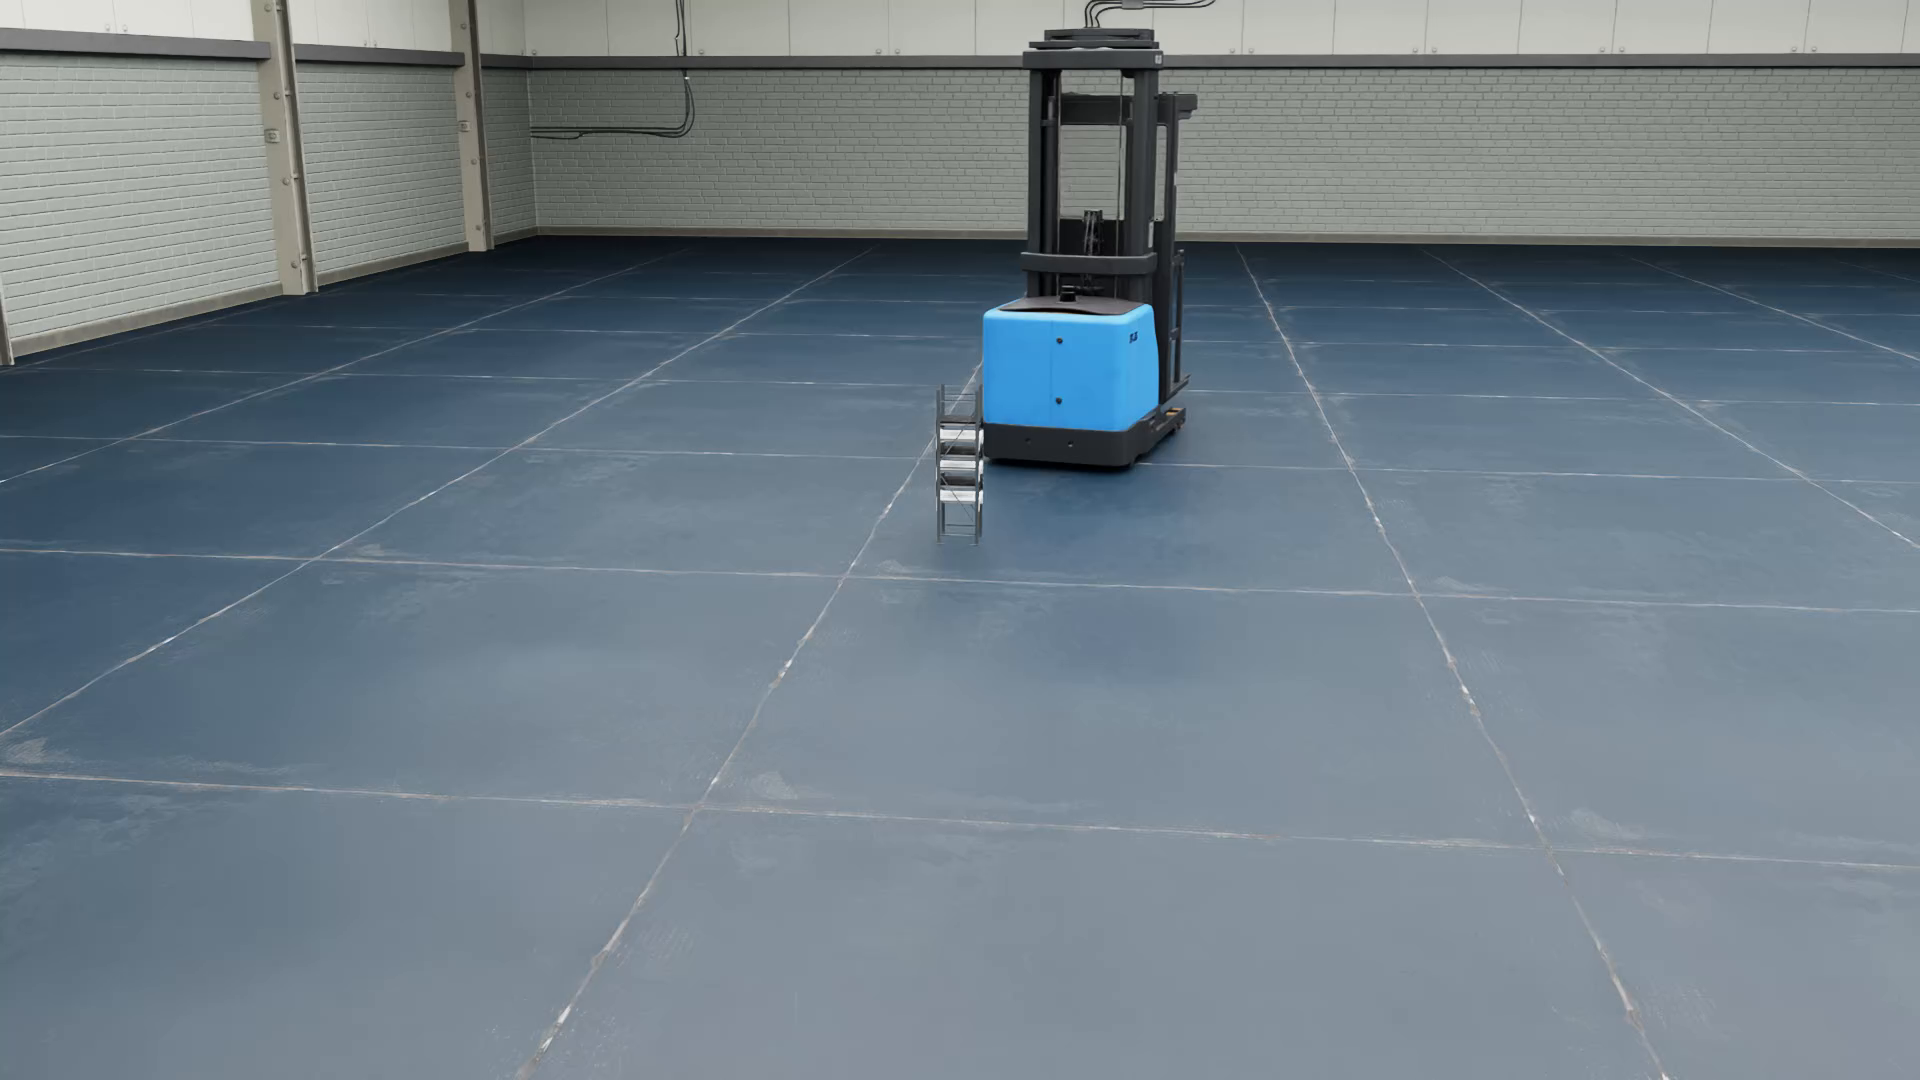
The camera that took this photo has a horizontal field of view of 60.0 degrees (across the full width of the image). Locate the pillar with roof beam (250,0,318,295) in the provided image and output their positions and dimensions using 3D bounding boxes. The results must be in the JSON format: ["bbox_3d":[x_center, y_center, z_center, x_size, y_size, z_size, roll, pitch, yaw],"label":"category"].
[{"bbox_3d":[-4.242,-7.406,19.810,9.100,9.000,0.400,2,15,6],"label":"pillar with roof beam"}]

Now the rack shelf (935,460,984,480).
[{"bbox_3d":[-0.001,-0.400,9.546,0.258,0.077,0.200,2,15,6],"label":"rack shelf"}]

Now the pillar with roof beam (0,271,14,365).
[{"bbox_3d":[-4.919,-5.849,14.055,9.100,9.000,0.400,2,15,6],"label":"pillar with roof beam"}]

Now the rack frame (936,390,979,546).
[{"bbox_3d":[-0.012,-0.406,9.439,0.240,0.900,0.006,2,15,6],"label":"rack frame"}]

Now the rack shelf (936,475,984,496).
[{"bbox_3d":[-0.001,-0.313,9.569,0.258,0.077,0.200,2,15,6],"label":"rack shelf"}]

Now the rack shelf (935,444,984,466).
[{"bbox_3d":[-0.001,-0.487,9.522,0.258,0.077,0.200,2,15,6],"label":"rack shelf"}]

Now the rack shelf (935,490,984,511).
[{"bbox_3d":[-0.001,-0.226,9.592,0.258,0.077,0.200,2,15,6],"label":"rack shelf"}]

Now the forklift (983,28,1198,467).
[{"bbox_3d":[1.109,-2.253,12.379,1.130,2.935,3.031,5,16,19],"label":"forklift"}]

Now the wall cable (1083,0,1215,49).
[{"bbox_3d":[3.235,-11.172,27.223,2.305,6.003,0.169,2,15,6],"label":"wall cable"}]

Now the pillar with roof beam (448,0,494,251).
[{"bbox_3d":[-3.565,-8.962,25.565,9.100,9.000,0.400,2,15,6],"label":"pillar with roof beam"}]

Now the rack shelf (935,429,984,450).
[{"bbox_3d":[-0.001,-0.574,9.499,0.258,0.077,0.200,2,15,6],"label":"rack shelf"}]

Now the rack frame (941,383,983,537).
[{"bbox_3d":[0.011,-0.459,9.634,0.240,0.900,0.006,2,15,6],"label":"rack frame"}]

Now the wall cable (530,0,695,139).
[{"bbox_3d":[-6.196,-8.315,29.121,3.097,2.526,0.112,2,15,6],"label":"wall cable"}]

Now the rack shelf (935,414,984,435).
[{"bbox_3d":[-0.001,-0.661,9.475,0.258,0.077,0.200,2,15,6],"label":"rack shelf"}]

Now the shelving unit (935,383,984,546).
[{"bbox_3d":[-0.001,-0.432,9.537,0.258,0.900,0.210,2,15,6],"label":"shelving unit"}]
